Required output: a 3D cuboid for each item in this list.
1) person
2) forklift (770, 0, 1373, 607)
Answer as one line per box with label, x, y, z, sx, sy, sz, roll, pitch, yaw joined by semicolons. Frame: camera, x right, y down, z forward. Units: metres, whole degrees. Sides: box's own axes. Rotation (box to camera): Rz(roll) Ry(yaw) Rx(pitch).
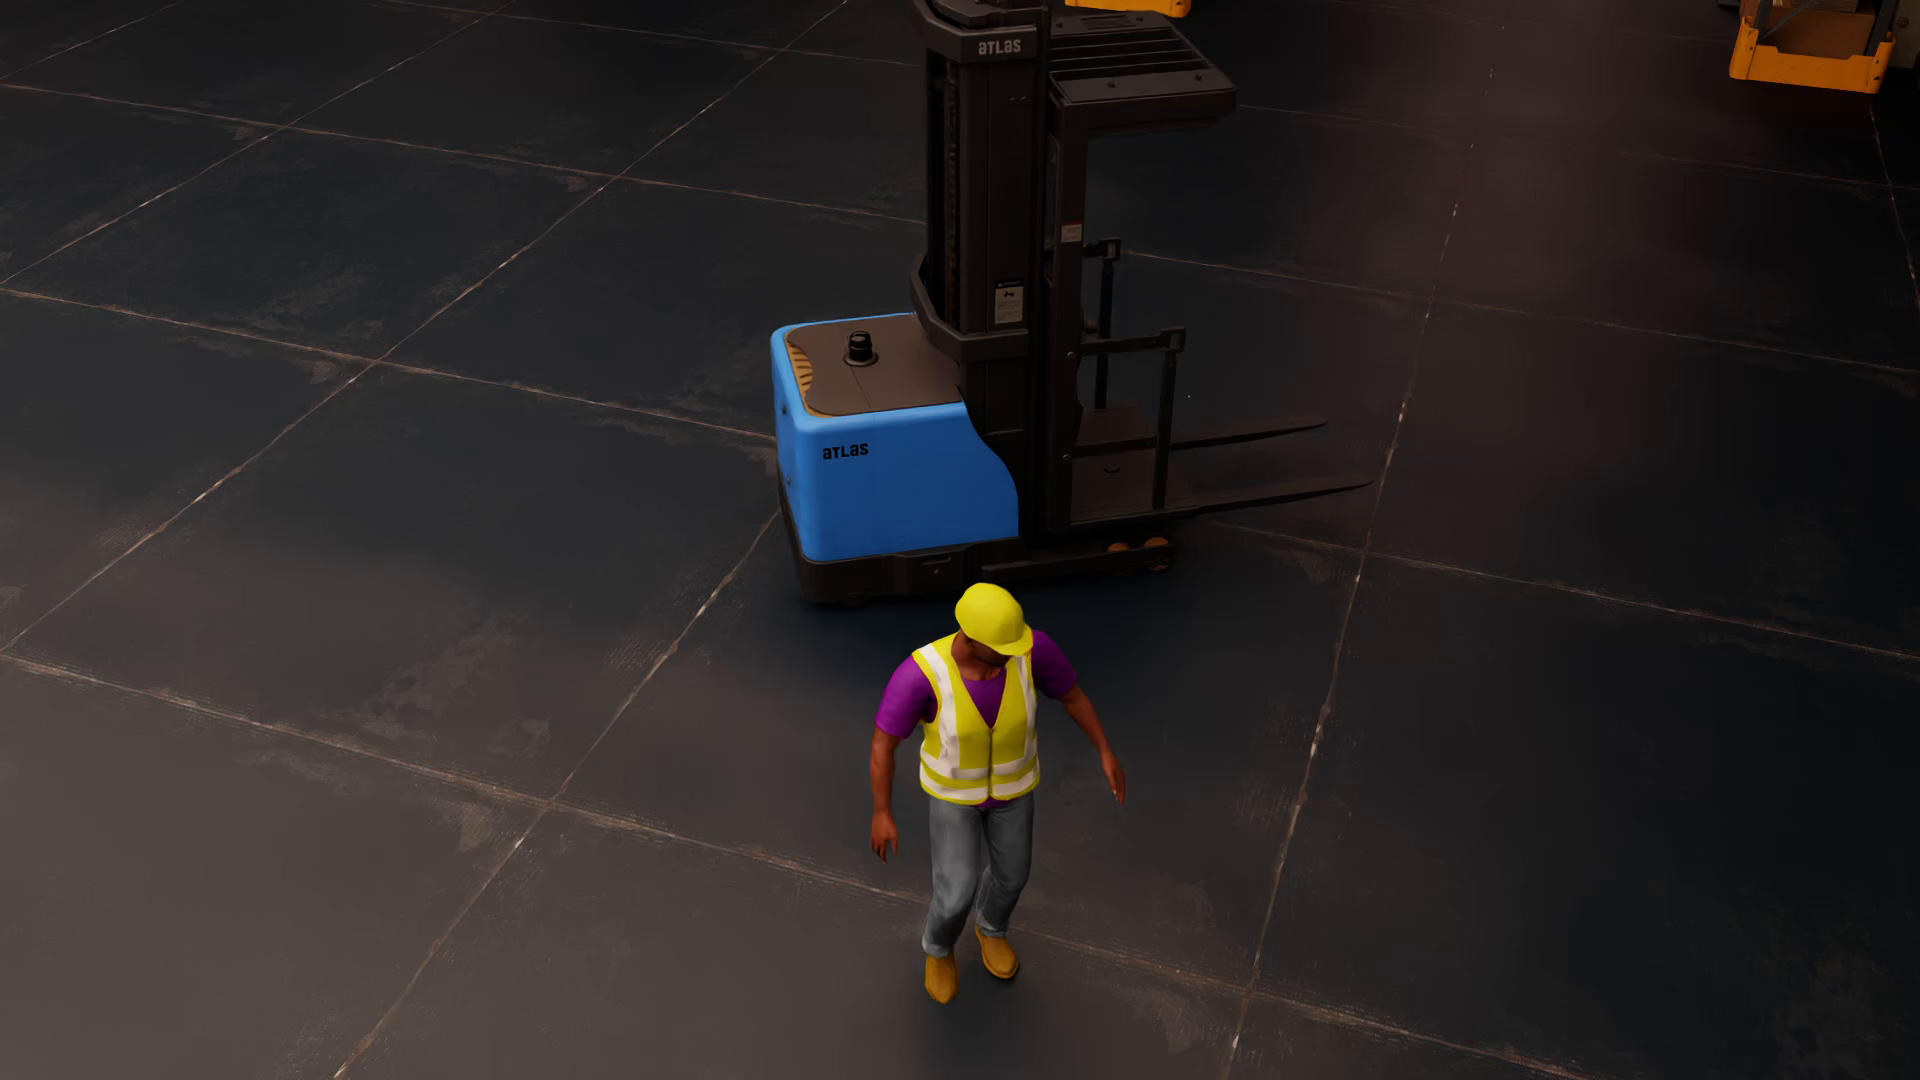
person;0.112;0.903;5.895;0.918;1.775;0.501;-8;36;-11
forklift;0.612;-1.308;7.956;3.031;2.935;1.130;-8;36;-11
